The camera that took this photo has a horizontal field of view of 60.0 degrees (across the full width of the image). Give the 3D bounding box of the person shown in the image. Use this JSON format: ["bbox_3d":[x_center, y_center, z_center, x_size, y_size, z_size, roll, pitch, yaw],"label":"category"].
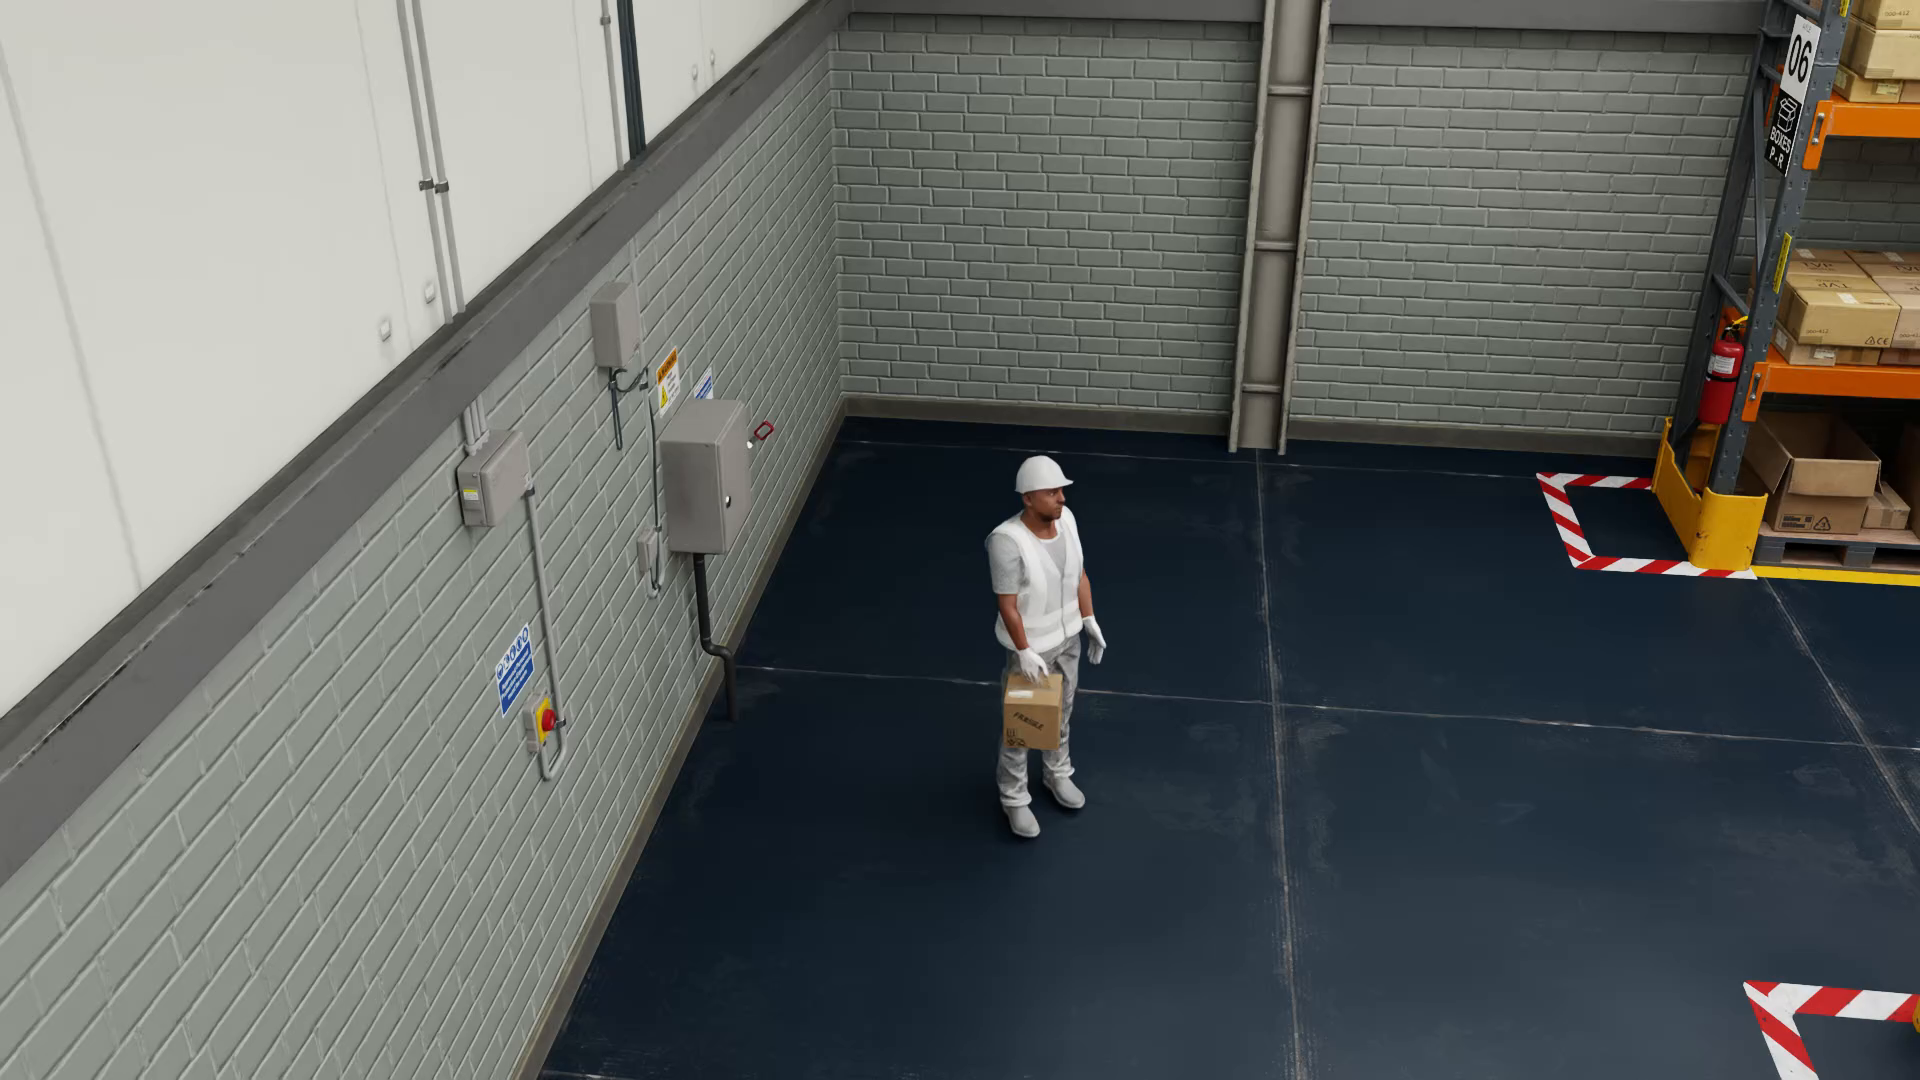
[{"bbox_3d":[0.391,0.475,7.672,0.470,1.795,0.579,24,37,38],"label":"person"}]
